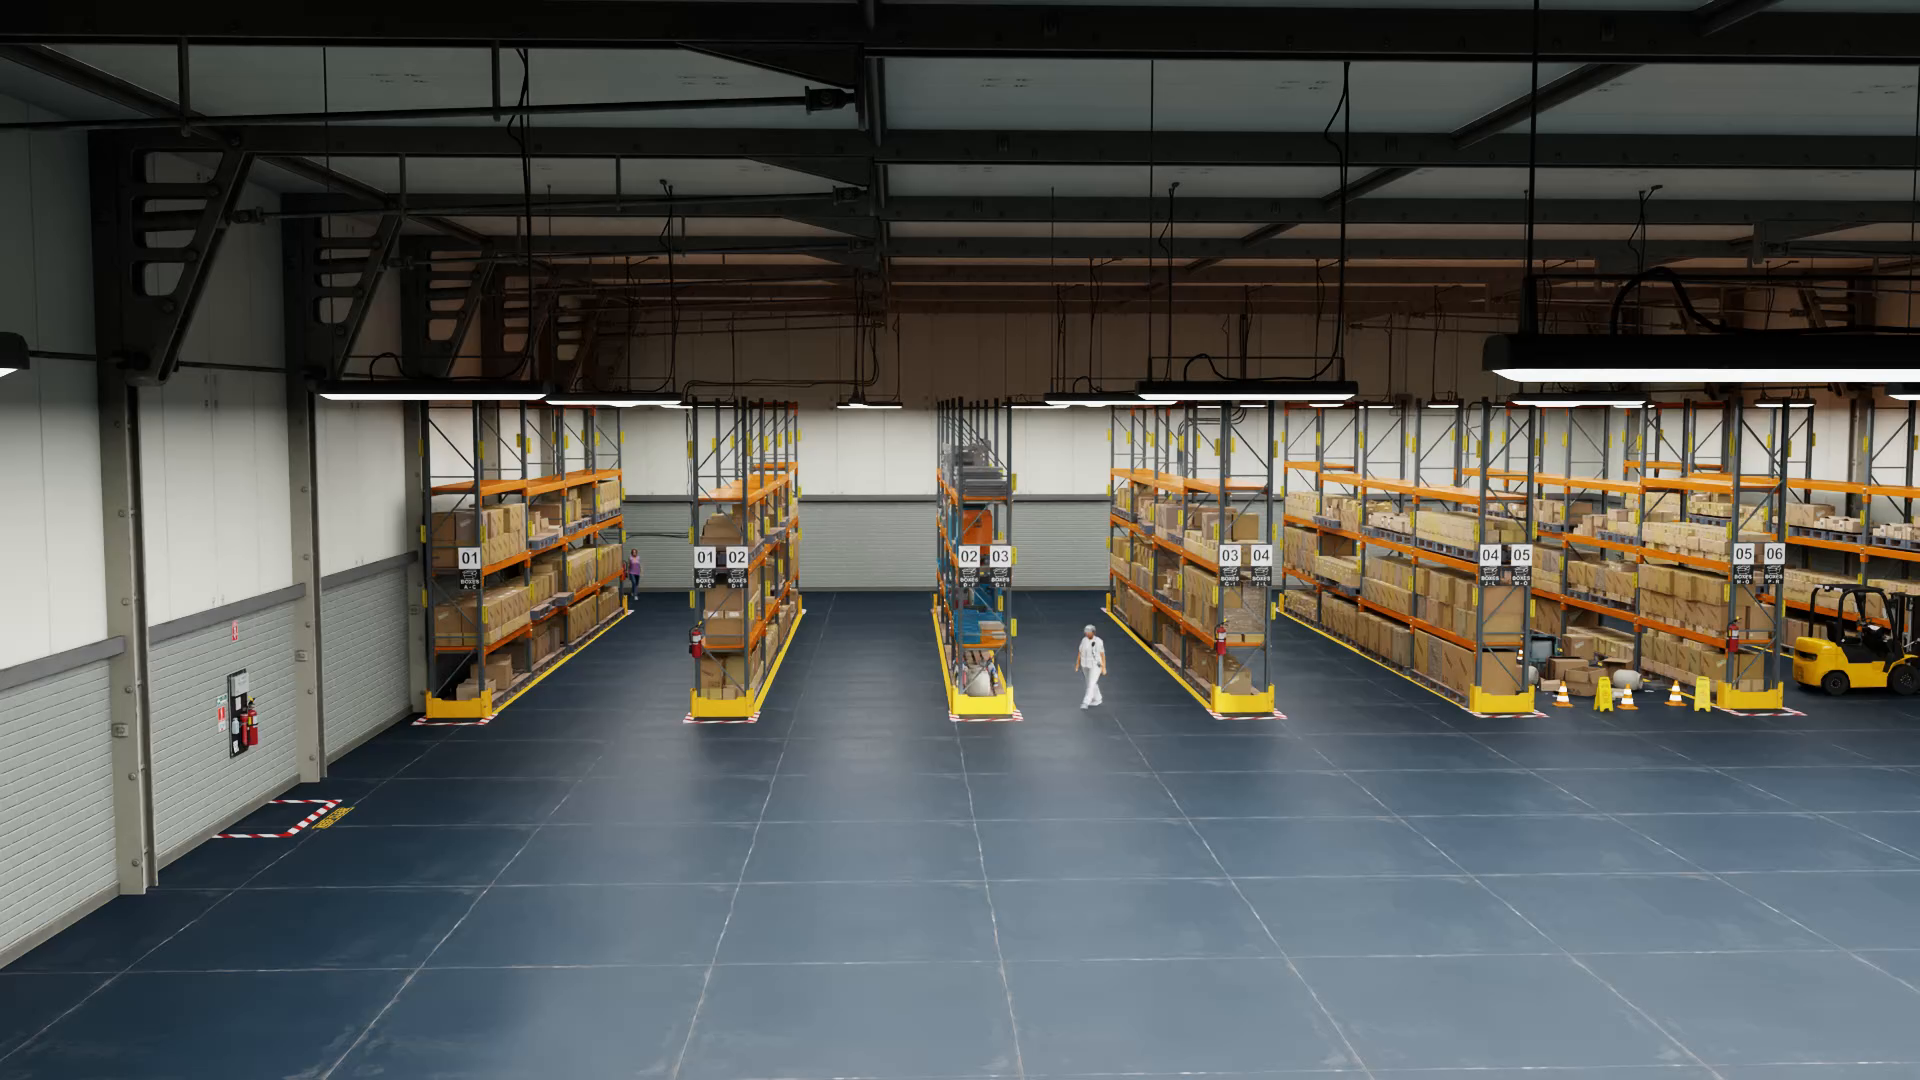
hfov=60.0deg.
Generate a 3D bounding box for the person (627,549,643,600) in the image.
[{"bbox_3d":[-9.910,1.025,50.597,0.440,1.536,1.003,-2,5,-28],"label":"person"}]

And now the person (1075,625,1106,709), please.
[{"bbox_3d":[2.473,2.431,31.994,0.505,1.604,1.021,4,6,43],"label":"person"}]
